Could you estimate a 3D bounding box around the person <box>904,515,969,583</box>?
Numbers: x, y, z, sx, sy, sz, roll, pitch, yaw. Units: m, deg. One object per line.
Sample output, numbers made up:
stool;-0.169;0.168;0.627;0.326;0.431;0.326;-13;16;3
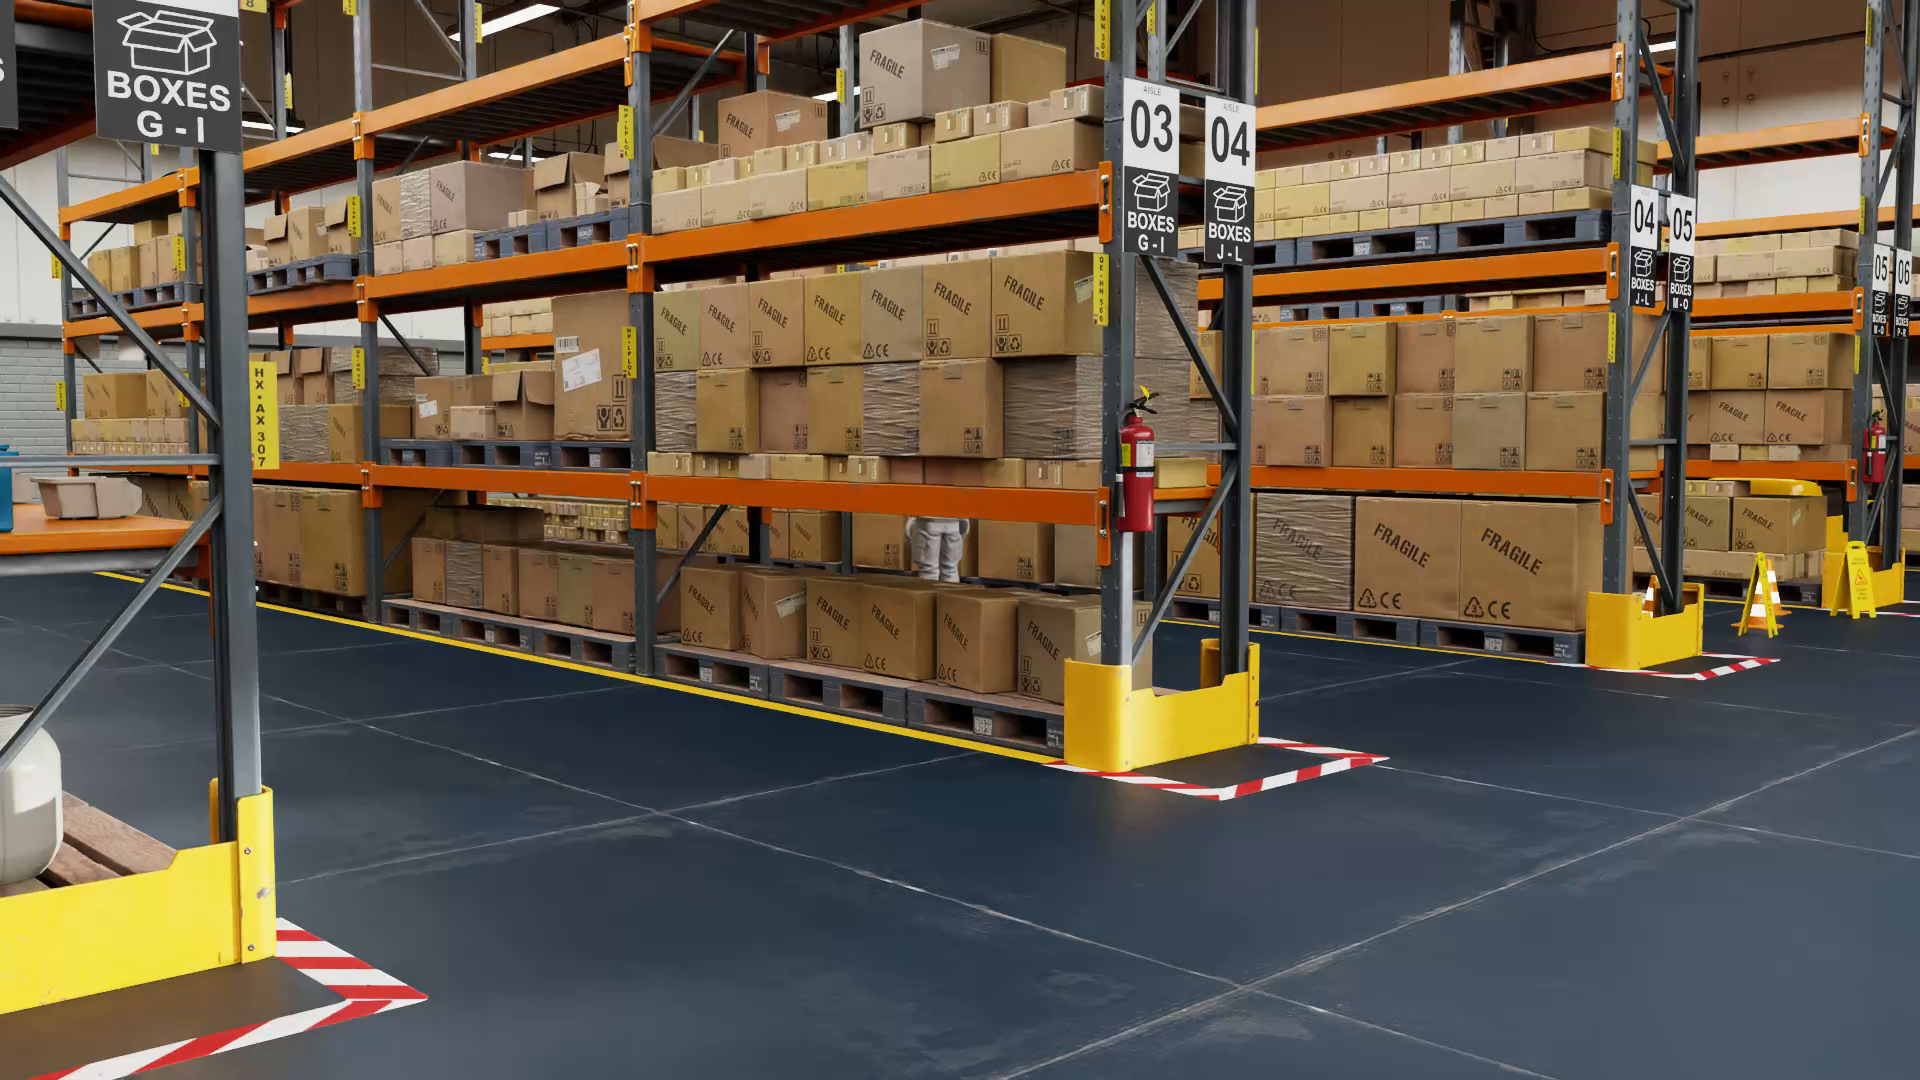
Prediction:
person;-0.187;-0.131;12.433;0.558;1.817;0.424;-3;5;-34
